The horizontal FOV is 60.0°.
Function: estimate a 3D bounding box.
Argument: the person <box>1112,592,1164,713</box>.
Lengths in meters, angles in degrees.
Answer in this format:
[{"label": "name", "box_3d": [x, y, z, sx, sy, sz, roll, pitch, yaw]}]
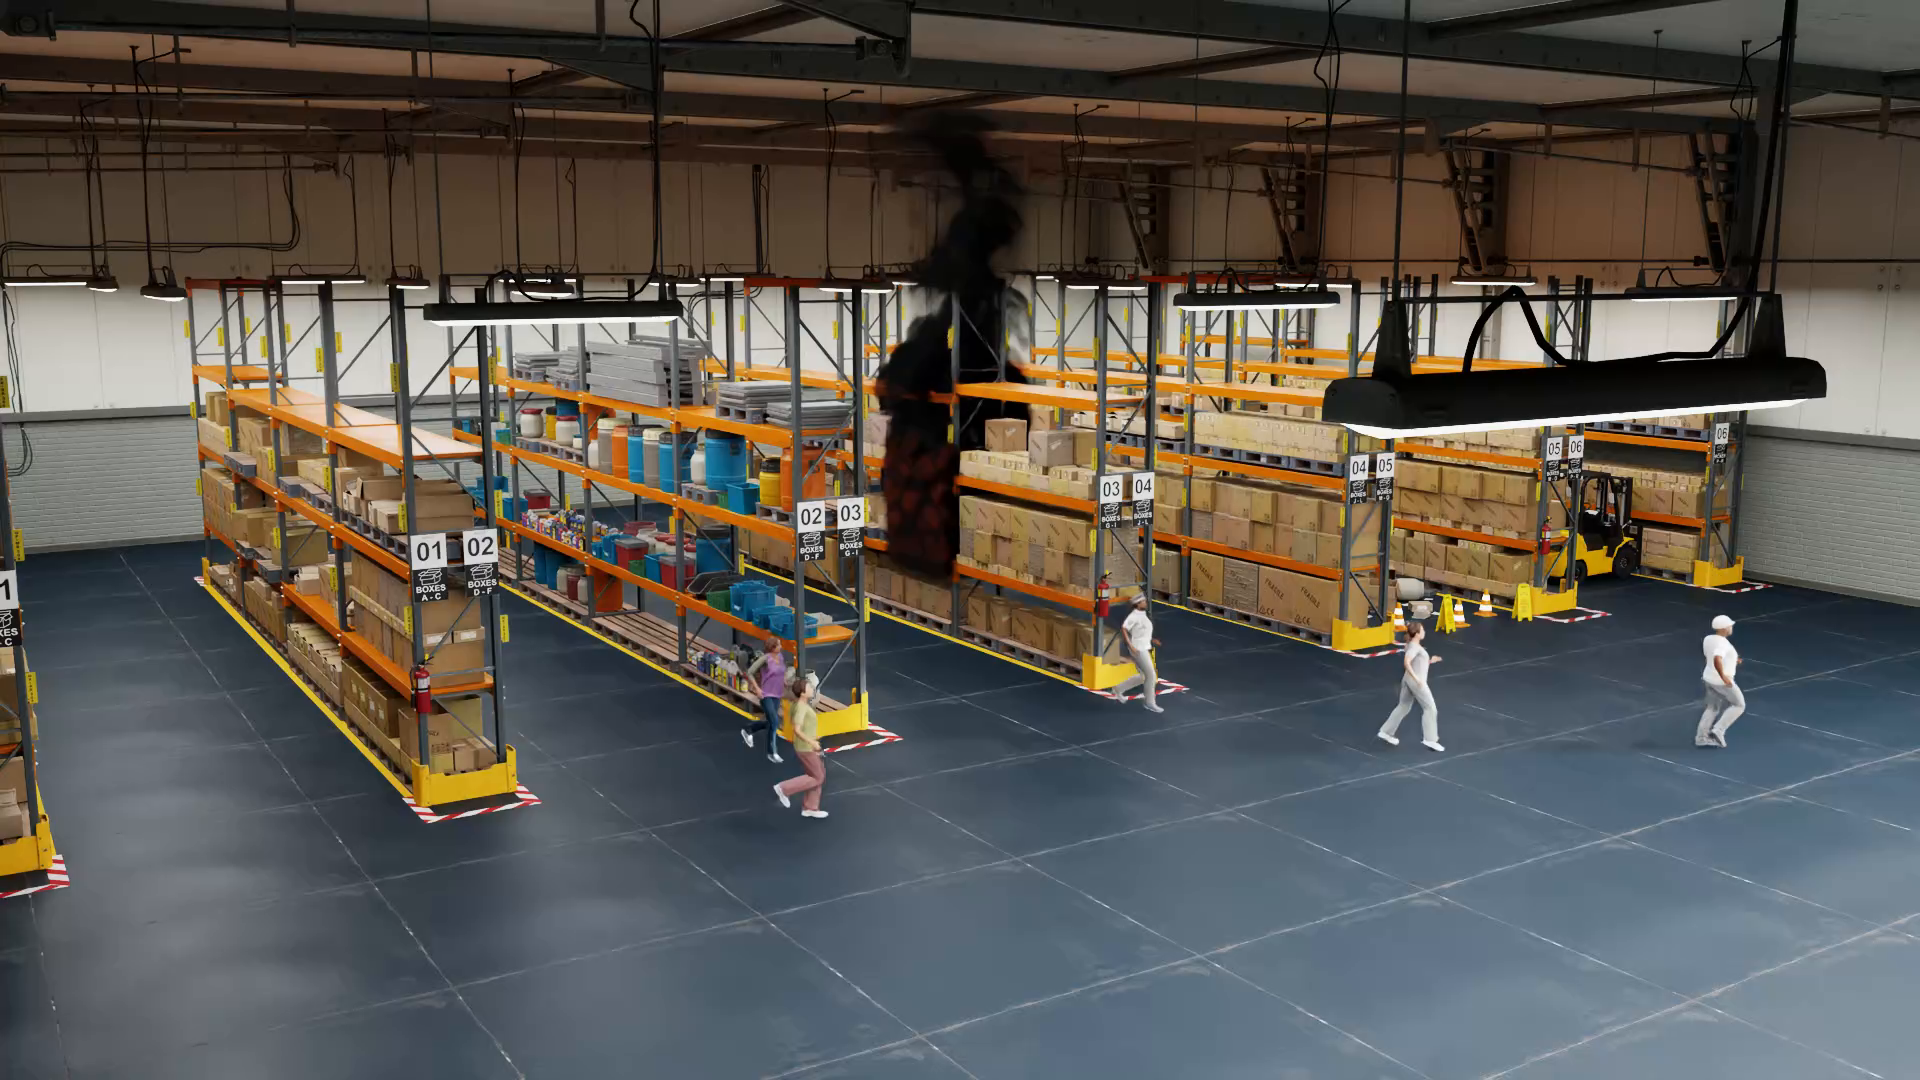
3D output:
[{"label": "person", "box_3d": [2.580, 1.579, 23.669, 0.735, 1.685, 0.620, 3, 10, 18]}]

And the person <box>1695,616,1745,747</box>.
[{"label": "person", "box_3d": [9.958, 1.844, 21.728, 0.662, 1.737, 0.691, -1, 10, -9]}]

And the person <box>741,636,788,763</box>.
[{"label": "person", "box_3d": [-2.478, 2.017, 21.402, 0.777, 1.583, 0.576, 7, 12, 34]}]

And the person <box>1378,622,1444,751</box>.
[{"label": "person", "box_3d": [5.888, 1.901, 21.603, 0.854, 1.708, 0.544, -1, 10, -6]}]

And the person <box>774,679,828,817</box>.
[{"label": "person", "box_3d": [-1.825, 2.386, 19.003, 0.611, 1.637, 0.590, -2, 10, -12]}]
